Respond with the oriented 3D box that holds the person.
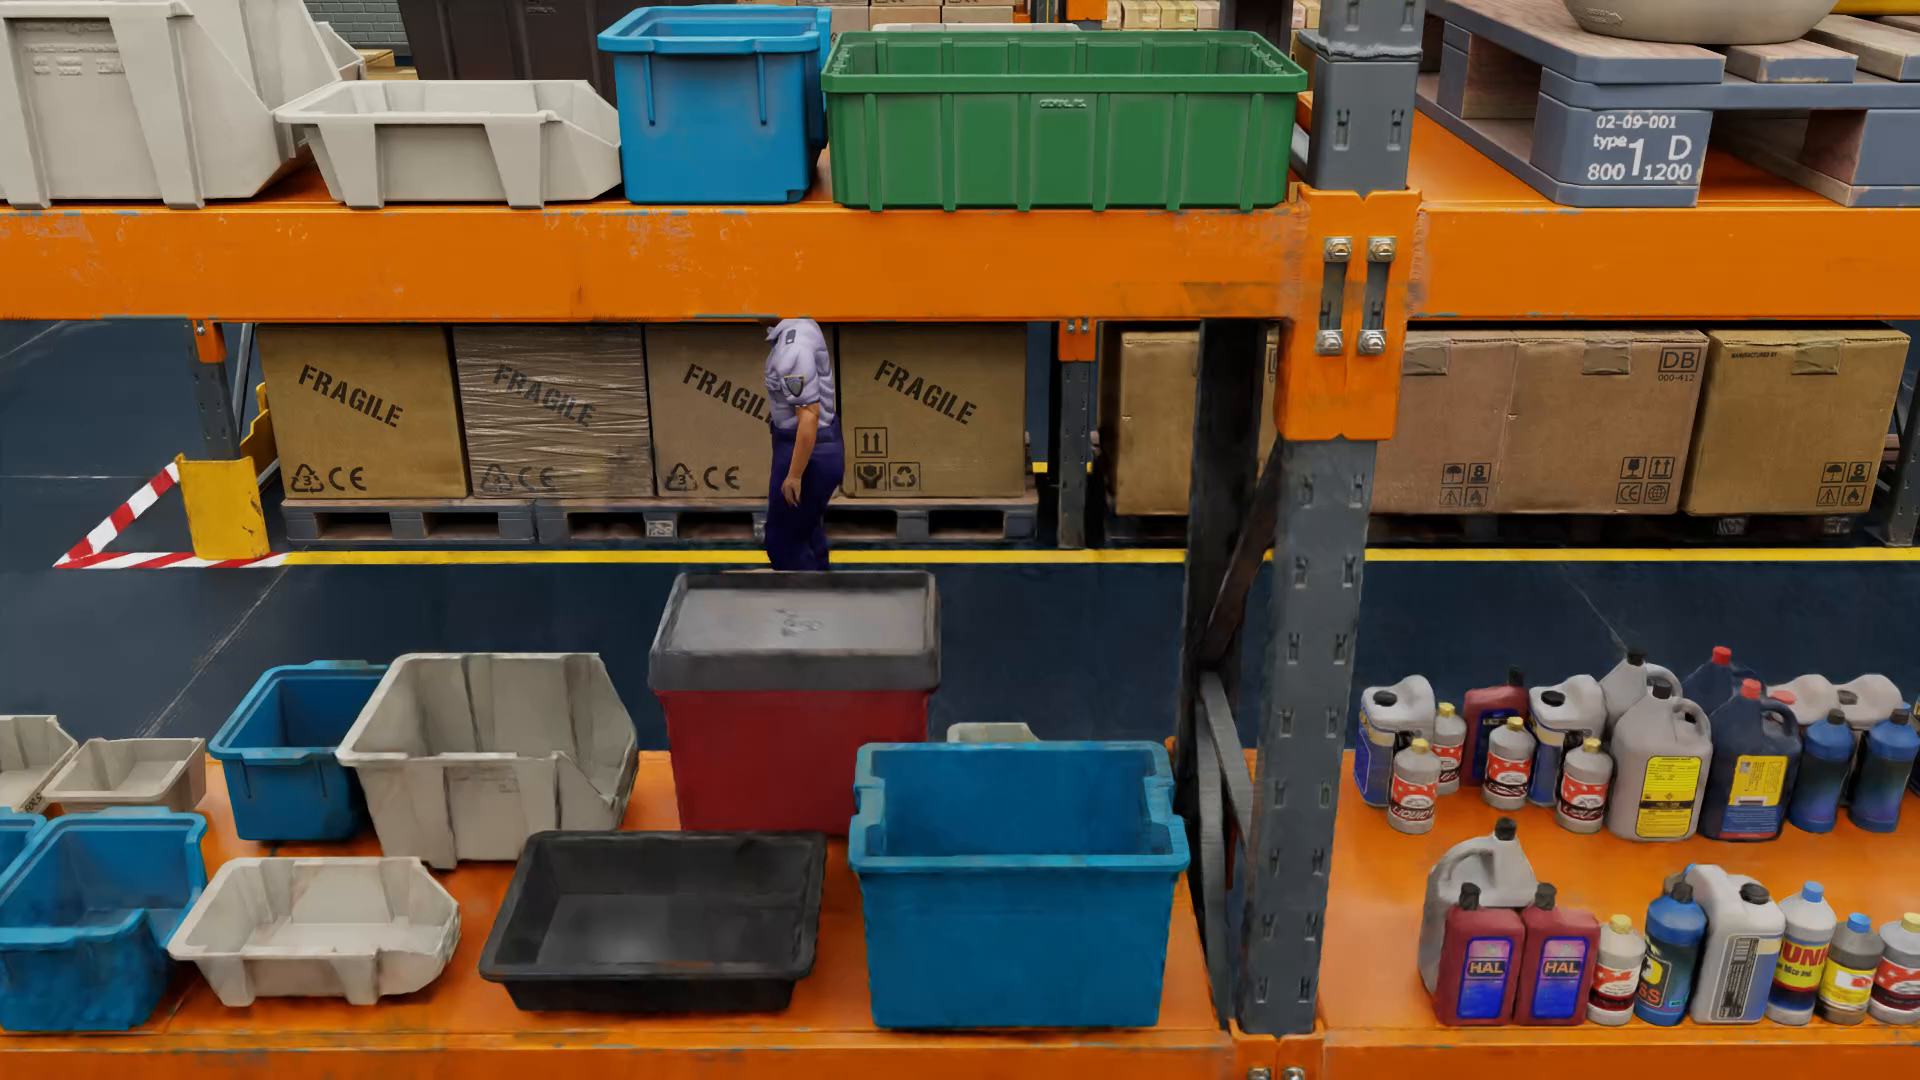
[{"bbox_3d":[-0.690,-0.340,6.885,0.426,1.636,0.559,-2,24,-4],"label":"person"}]
